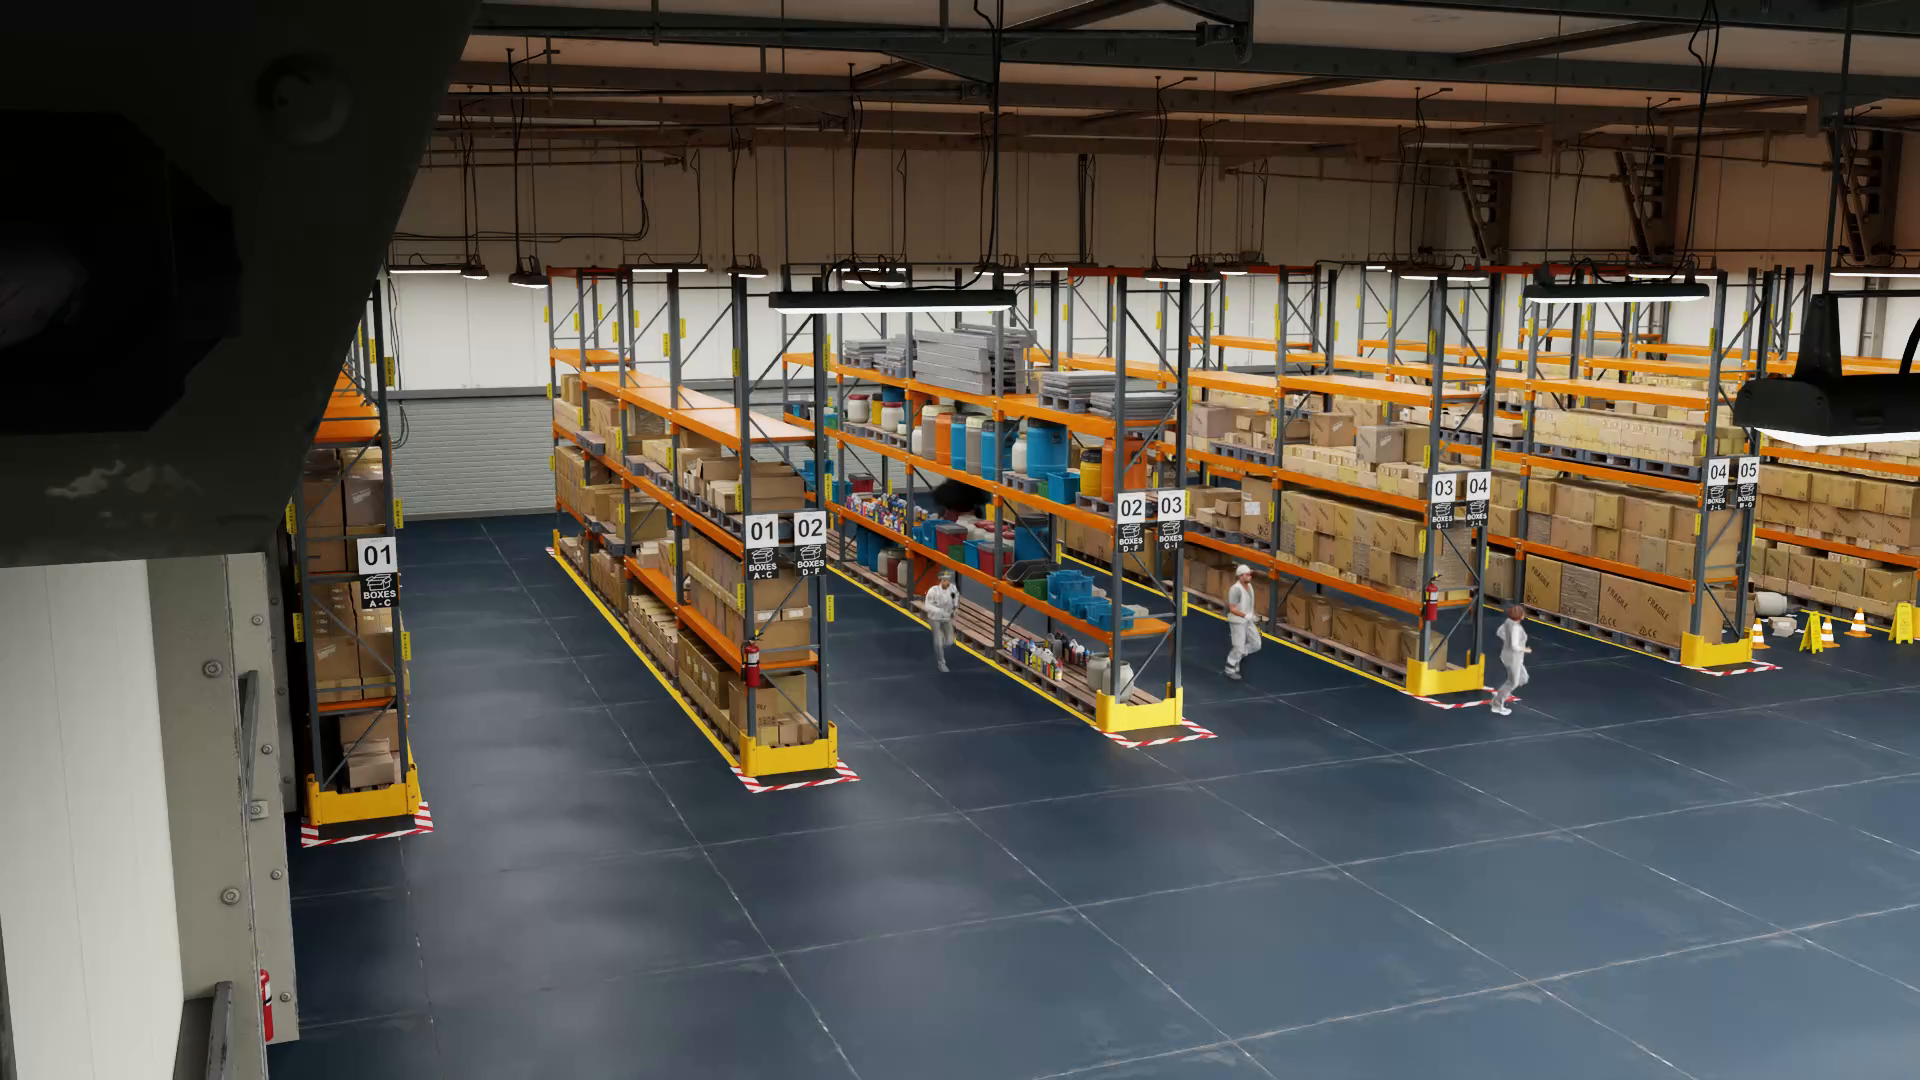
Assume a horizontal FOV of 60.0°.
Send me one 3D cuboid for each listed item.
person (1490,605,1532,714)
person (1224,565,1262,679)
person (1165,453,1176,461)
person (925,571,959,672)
[{"bbox_3d":[7.556,1.641,22.715,0.495,1.556,0.573,1,10,6],"label":"person"},{"bbox_3d":[4.225,1.217,24.627,0.642,1.735,0.661,9,14,43],"label":"person"},{"bbox_3d":[5.224,-1.702,41.295,0.970,1.740,0.761,-2,10,-13],"label":"person"},{"bbox_3d":[-0.256,1.217,25.124,0.604,1.612,0.673,-3,10,-16],"label":"person"}]
